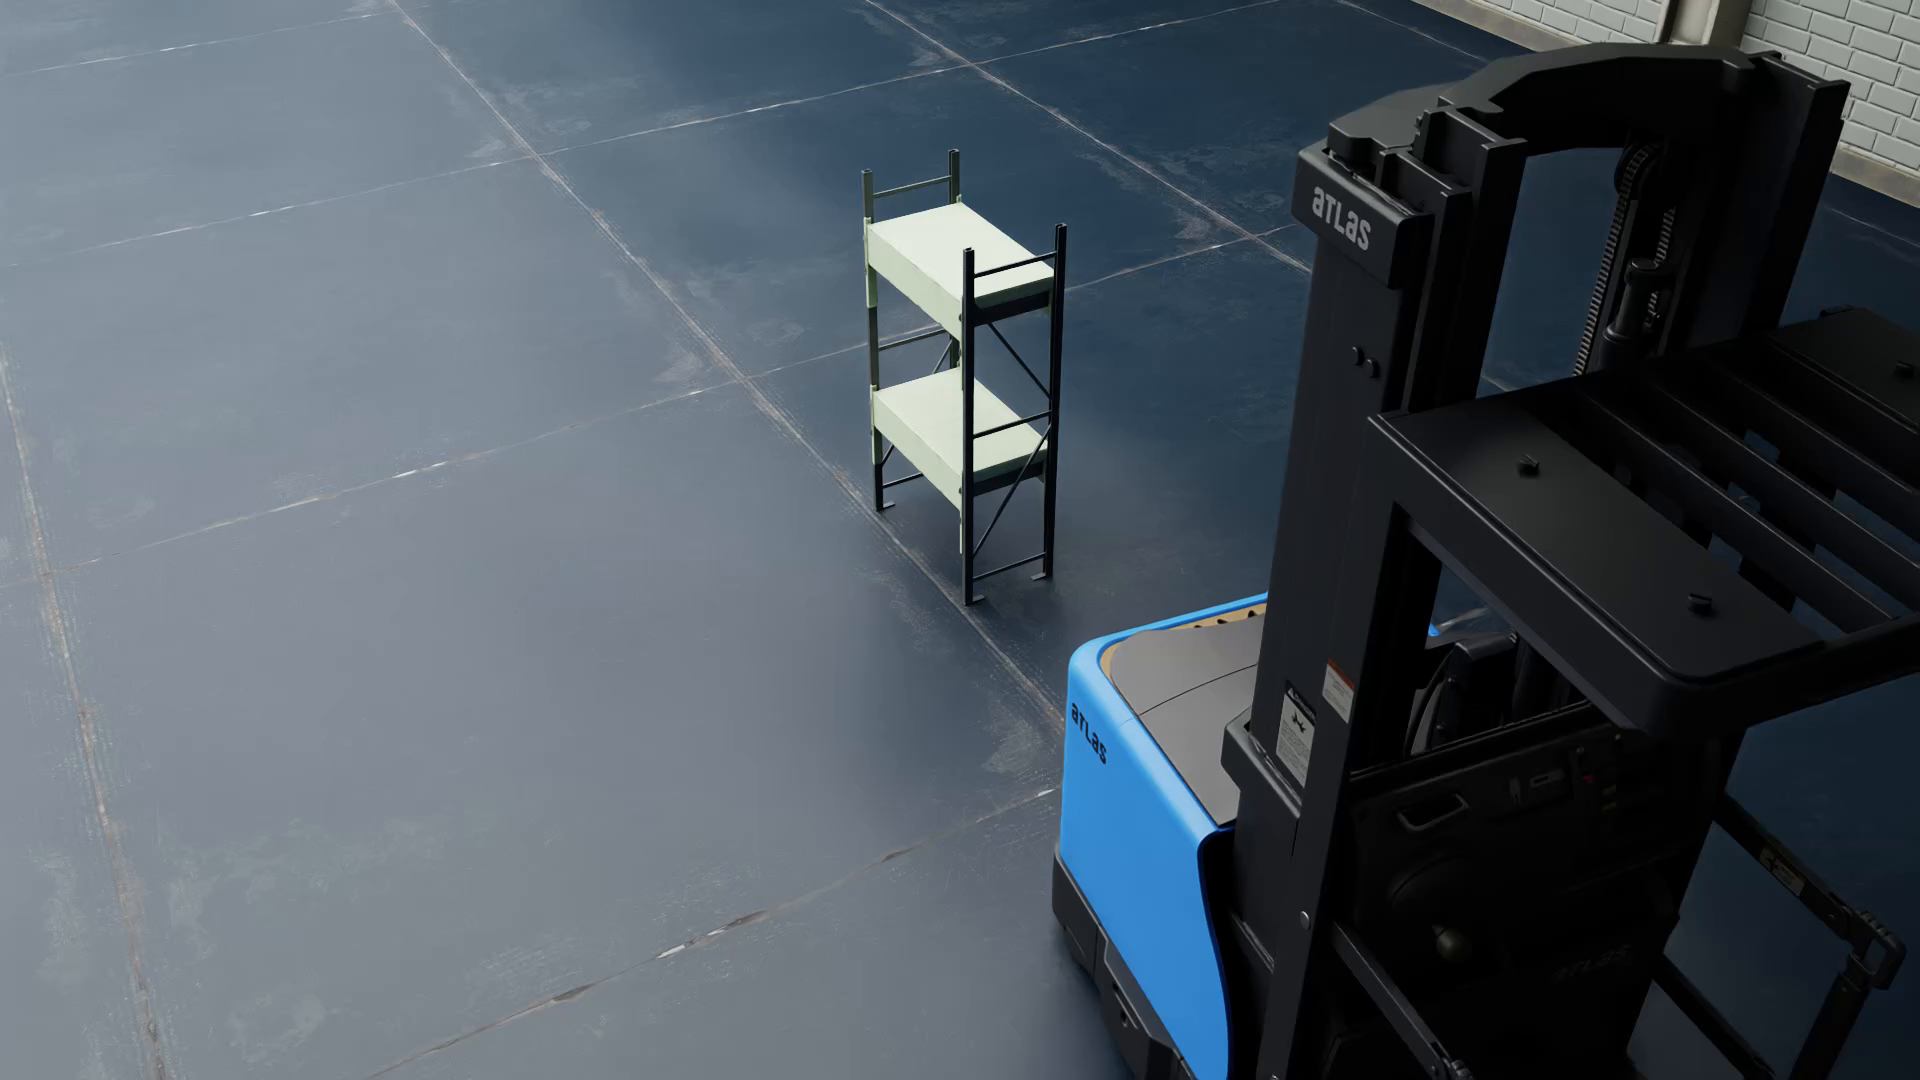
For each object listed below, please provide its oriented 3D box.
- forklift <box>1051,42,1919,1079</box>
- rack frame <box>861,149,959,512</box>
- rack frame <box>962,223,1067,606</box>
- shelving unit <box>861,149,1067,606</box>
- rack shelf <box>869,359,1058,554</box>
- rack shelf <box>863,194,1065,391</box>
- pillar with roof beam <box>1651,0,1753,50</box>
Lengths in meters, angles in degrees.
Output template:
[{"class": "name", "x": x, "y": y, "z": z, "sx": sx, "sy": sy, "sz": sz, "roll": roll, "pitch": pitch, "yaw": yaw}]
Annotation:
[{"class": "forklift", "x": 1.307, "y": 0.666, "z": 3.353, "sx": 1.130, "sy": 2.935, "sz": 3.031, "roll": -14, "pitch": 38, "yaw": -18}, {"class": "rack frame", "x": -0.181, "y": -0.789, "z": 6.559, "sx": 0.400, "sy": 1.500, "sz": 0.023, "roll": -19, "pitch": 40, "yaw": -24}, {"class": "rack frame", "x": 0.187, "y": -0.416, "z": 6.047, "sx": 0.400, "sy": 1.500, "sz": 0.023, "roll": -19, "pitch": 40, "yaw": -24}, {"class": "shelving unit", "x": 0.003, "y": -0.602, "z": 6.303, "sx": 0.431, "sy": 1.500, "sz": 0.755, "roll": -19, "pitch": 40, "yaw": -24}, {"class": "rack shelf", "x": 0.003, "y": -0.339, "z": 6.495, "sx": 0.431, "sy": 0.370, "sz": 0.720, "roll": -19, "pitch": 40, "yaw": -24}, {"class": "rack shelf", "x": 0.003, "y": -0.917, "z": 6.073, "sx": 0.431, "sy": 0.370, "sz": 0.720, "roll": -19, "pitch": 40, "yaw": -24}, {"class": "pillar with roof beam", "x": 0.731, "y": -4.985, "z": 5.946, "sx": 9.100, "sy": 9.000, "sz": 0.400, "roll": -19, "pitch": 40, "yaw": -24}]
